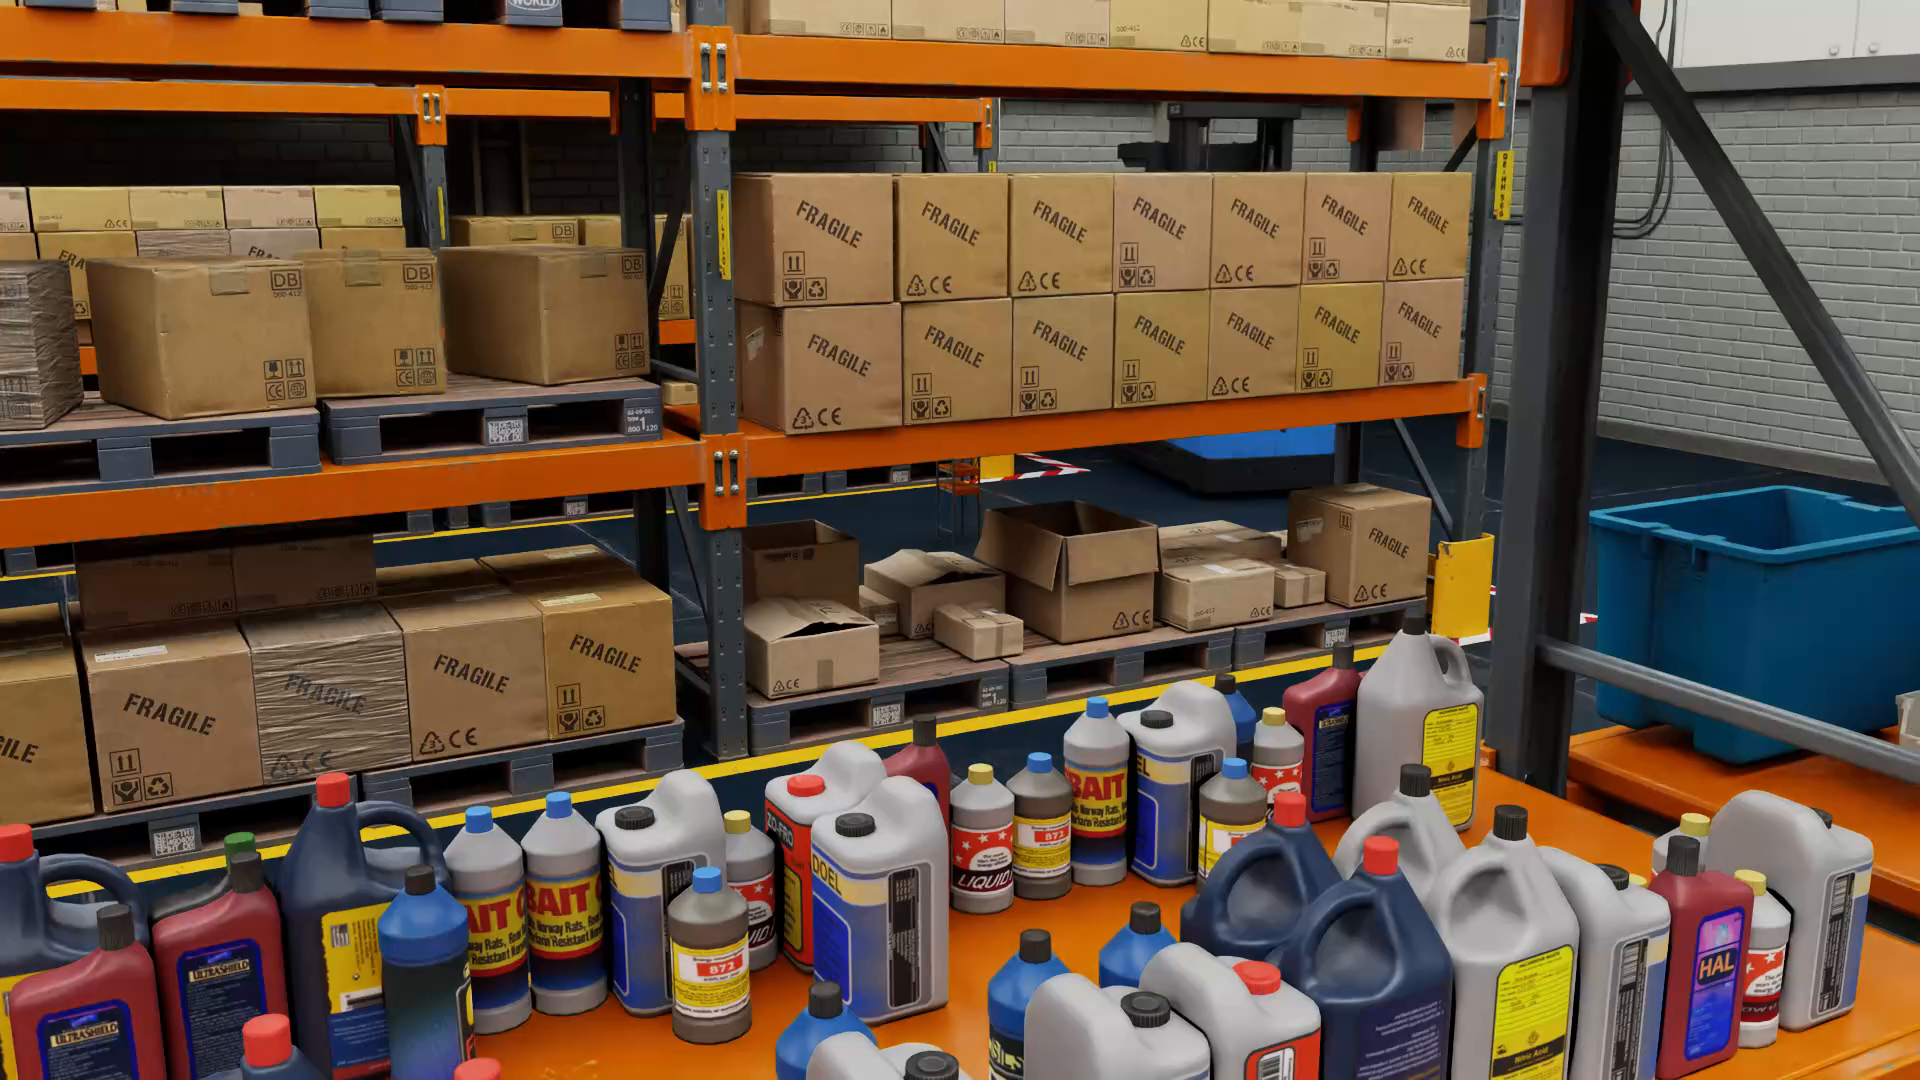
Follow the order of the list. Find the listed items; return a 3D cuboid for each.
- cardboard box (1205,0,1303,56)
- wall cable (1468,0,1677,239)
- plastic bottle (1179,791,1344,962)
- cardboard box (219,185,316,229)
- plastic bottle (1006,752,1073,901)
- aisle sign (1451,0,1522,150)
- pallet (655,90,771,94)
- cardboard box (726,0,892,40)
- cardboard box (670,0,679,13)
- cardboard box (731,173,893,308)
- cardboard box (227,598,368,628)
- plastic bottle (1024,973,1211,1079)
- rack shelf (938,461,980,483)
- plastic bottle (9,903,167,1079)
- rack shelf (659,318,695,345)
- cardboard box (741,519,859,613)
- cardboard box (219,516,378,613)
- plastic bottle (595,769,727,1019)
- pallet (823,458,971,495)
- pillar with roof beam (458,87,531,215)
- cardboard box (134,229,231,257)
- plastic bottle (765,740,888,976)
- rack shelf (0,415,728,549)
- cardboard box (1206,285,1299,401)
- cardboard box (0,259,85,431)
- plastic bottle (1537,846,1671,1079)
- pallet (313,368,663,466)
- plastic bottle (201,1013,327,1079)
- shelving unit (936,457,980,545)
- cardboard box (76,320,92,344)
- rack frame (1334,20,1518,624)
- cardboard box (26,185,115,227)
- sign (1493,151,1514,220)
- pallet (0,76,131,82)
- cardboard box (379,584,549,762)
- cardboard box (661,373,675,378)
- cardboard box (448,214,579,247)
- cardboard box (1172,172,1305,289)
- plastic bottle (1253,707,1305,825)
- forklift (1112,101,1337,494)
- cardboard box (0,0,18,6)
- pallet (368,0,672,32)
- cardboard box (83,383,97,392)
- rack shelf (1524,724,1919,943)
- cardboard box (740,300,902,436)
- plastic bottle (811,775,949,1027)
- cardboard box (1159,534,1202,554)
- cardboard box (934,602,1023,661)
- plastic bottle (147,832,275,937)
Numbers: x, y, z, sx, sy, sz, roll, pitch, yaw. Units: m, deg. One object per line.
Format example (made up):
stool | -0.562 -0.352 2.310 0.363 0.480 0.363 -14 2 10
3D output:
cardboard box | 1.164 -2.274 7.393 0.500 0.250 0.500 -7 14 -28
wall cable | 5.125 -3.987 14.901 0.112 2.526 3.097 -7 14 -28
plastic bottle | 0.344 0.457 1.860 0.185 0.351 0.144 -7 14 -28
cardboard box | -4.263 -2.047 10.215 0.500 0.250 0.500 -6 14 -27
plastic bottle | 0.115 0.409 2.412 0.097 0.201 0.097 0 13 0
aisle sign | 2.572 -2.311 8.125 0.004 0.787 0.394 -7 14 -28
pallet | -1.729 -3.260 11.631 1.213 0.211 1.003 -7 14 -28
cardboard box | -0.600 -2.067 6.473 0.500 0.250 0.500 -7 14 -28
cardboard box | -1.883 -3.767 11.133 0.500 0.500 0.500 -7 14 -28
cardboard box | -0.597 -1.206 6.629 0.500 0.500 0.500 -6 14 -26
cardboard box | -2.592 0.445 6.493 0.500 0.500 0.500 -7 14 -27
plastic bottle | 0.152 0.551 1.611 0.135 0.276 0.152 -7 14 -28
rack shelf | -0.013 -0.423 10.507 0.180 0.103 0.258 -7 14 -28
plastic bottle | -0.901 0.522 1.722 0.133 0.283 0.061 -7 14 -28
rack shelf | -1.766 -1.487 12.025 4.000 0.370 1.077 -7 14 -28
cardboard box | -0.781 0.217 7.506 0.500 0.500 0.500 -7 14 -28
cardboard box | -2.564 0.074 6.430 0.500 0.250 0.500 -7 14 -28
plastic bottle | -0.380 0.439 2.110 0.135 0.276 0.152 -7 14 -28
pallet | -0.675 -0.589 12.746 1.213 0.211 1.003 -7 14 -28
pillar with roof beam | -1.259 -3.965 7.734 0.400 9.000 9.100 -7 14 -28
cardboard box | -4.694 -1.628 10.059 0.500 0.500 0.500 -7 14 -28
plastic bottle | -0.177 0.415 2.218 0.135 0.276 0.152 -7 14 -28
rack shelf | -2.901 -0.112 5.915 4.000 0.370 1.077 -7 14 -28
cardboard box | 1.209 -0.937 7.713 0.500 0.500 0.500 -7 14 -27
cardboard box | -3.263 -0.654 5.499 0.500 0.500 0.700 -4 13 -17
plastic bottle | 0.713 0.484 1.909 0.135 0.276 0.152 -7 14 -28
pallet | -1.899 -0.517 6.512 1.213 0.211 1.003 -7 14 -28
plastic bottle | -0.583 0.566 1.375 0.185 0.351 0.144 -7 14 -28
shelving unit | -0.013 -0.584 10.471 0.189 1.200 0.258 -7 14 -28
cardboard box | -5.292 -1.248 9.848 0.250 0.149 0.380 -7 14 -28
rack frame | 2.366 -1.094 8.641 0.127 3.000 1.000 -7 14 -28
cardboard box | -5.404 -2.035 10.162 0.500 0.250 0.500 -7 15 -29
sign | 2.614 -1.704 7.994 0.005 0.325 0.100 -7 14 -28
pallet | -5.513 -2.775 9.704 1.213 0.211 1.003 -6 14 -25
cardboard box | -1.879 0.489 6.297 0.500 0.500 0.500 -7 14 -28
cardboard box | -2.124 -1.122 12.021 0.250 0.149 0.380 -7 14 -27
cardboard box | -3.038 -1.828 11.218 0.700 0.700 0.980 -7 14 -27
cardboard box | 1.211 -1.422 7.593 0.500 0.500 0.500 -6 14 -26
plastic bottle | 0.489 0.364 2.611 0.097 0.201 0.097 0 13 0
forklift | 1.868 -2.041 13.003 1.130 2.935 3.031 -3 13 -14
cardboard box | -5.703 -3.118 9.568 0.500 0.500 0.700 -6 14 -25
pallet | -1.751 -1.990 6.217 1.003 0.211 1.213 -7 14 -28
cardboard box | -5.553 -0.506 9.966 0.750 0.750 0.750 -7 14 -28
rack shelf | 2.980 0.422 3.541 4.000 0.370 1.077 -7 14 -28
cardboard box | -0.567 -0.724 6.765 0.500 0.500 0.500 -6 14 -26
plastic bottle | -0.104 0.444 2.088 0.135 0.276 0.152 -7 14 -28
cardboard box | 0.875 0.140 8.415 0.500 0.250 0.500 -7 14 -28
cardboard box | 0.081 0.399 7.457 0.250 0.166 0.380 -7 14 -28
plastic bottle | -0.853 0.481 1.908 0.133 0.283 0.061 -7 14 -28
